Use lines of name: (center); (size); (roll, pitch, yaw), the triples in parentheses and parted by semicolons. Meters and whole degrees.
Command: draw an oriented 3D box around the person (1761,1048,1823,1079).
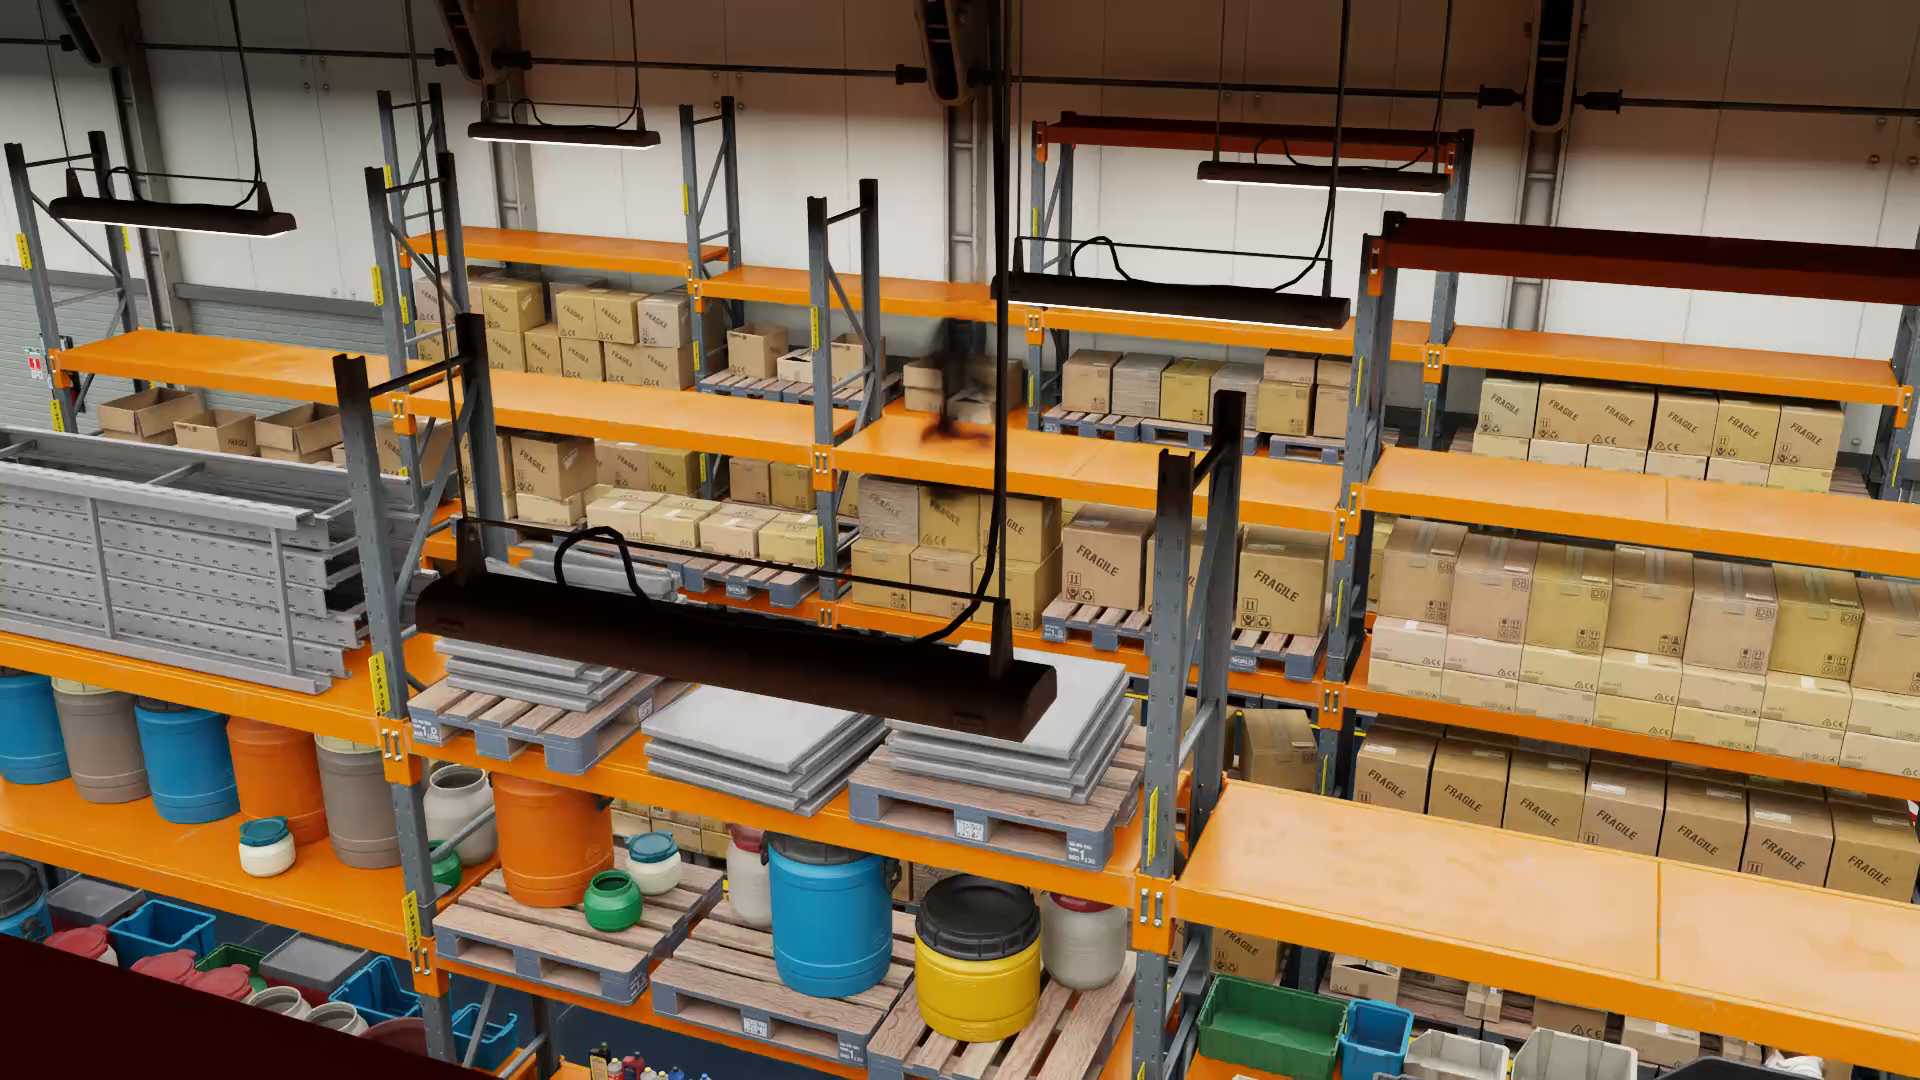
person: (5.101, 3.686, 10.239); (0.912, 1.752, 0.696); (3, 21, 8)
